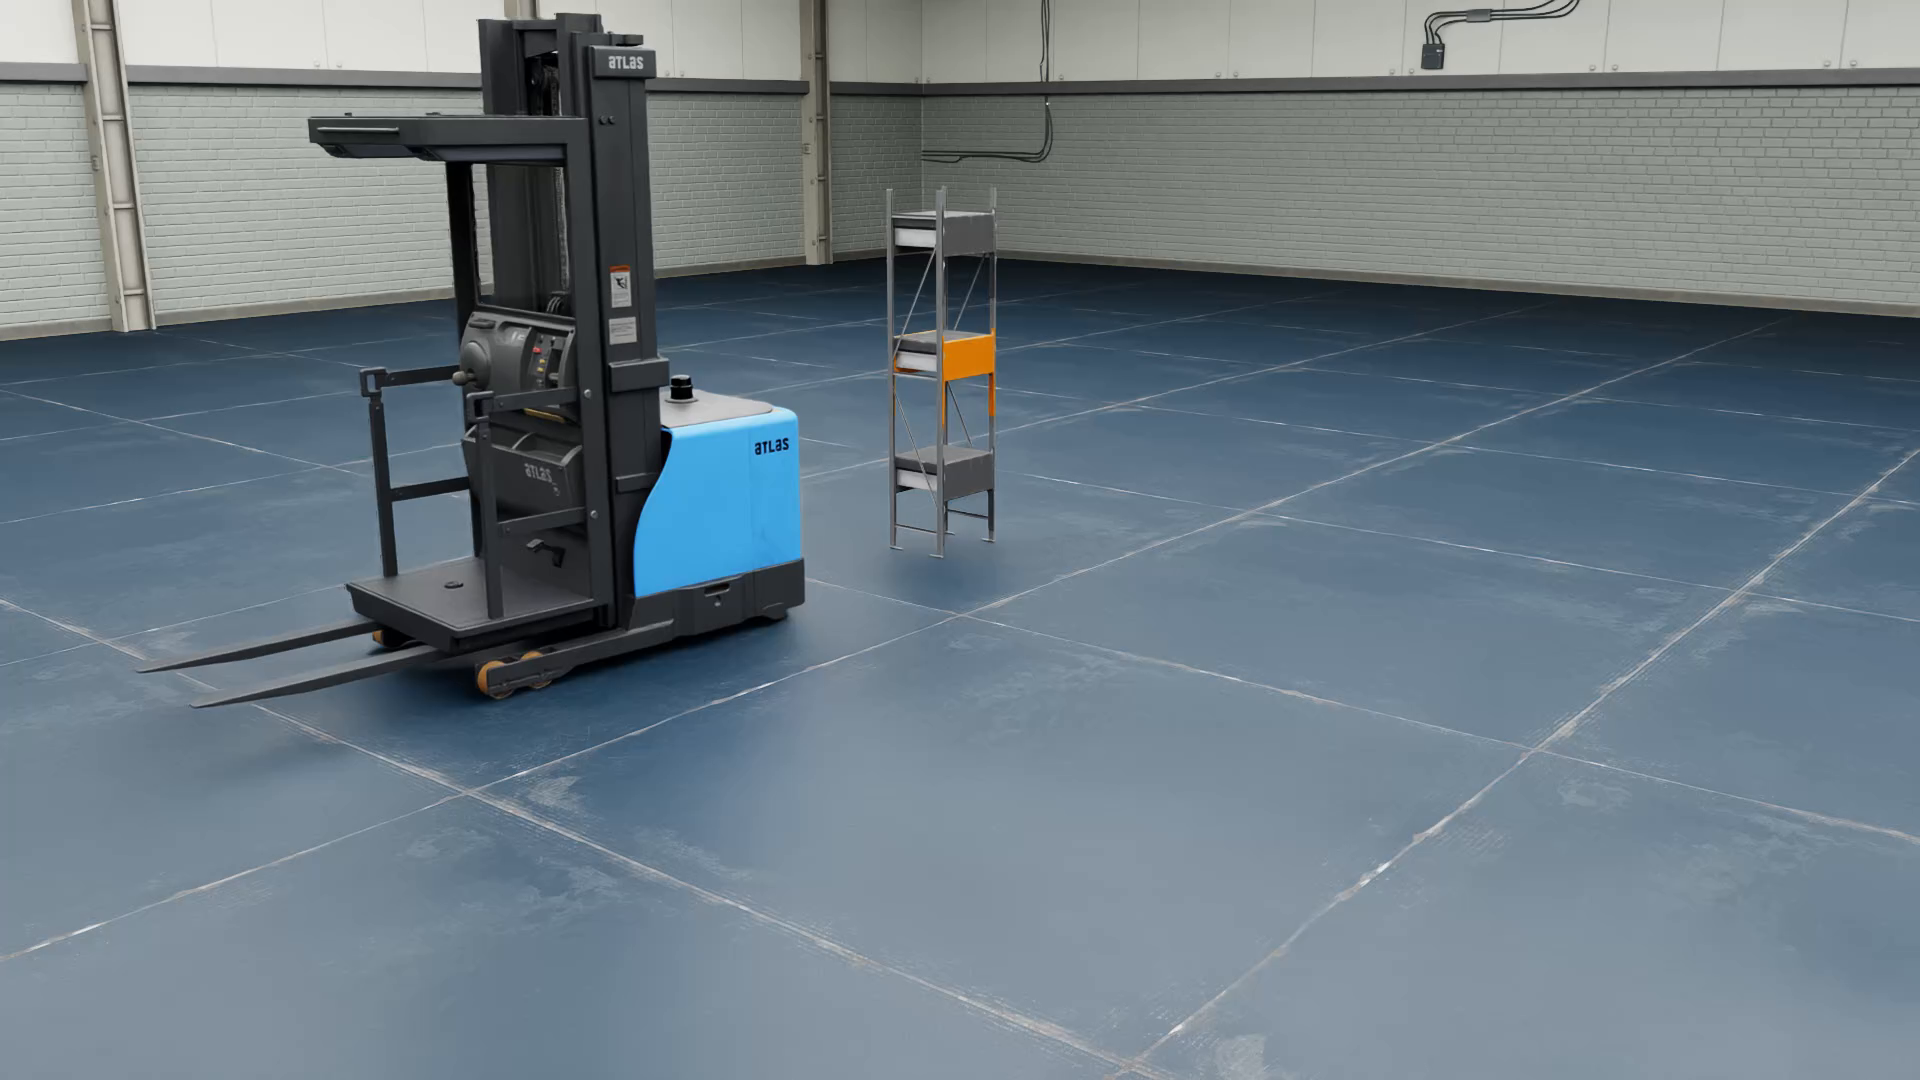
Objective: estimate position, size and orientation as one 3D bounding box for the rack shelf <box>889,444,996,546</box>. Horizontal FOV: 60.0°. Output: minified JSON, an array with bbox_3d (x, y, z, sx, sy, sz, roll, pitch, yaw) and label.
[{"bbox_3d":[-0.104,-0.294,9.915,0.431,0.518,0.480,11,18,38],"label":"rack shelf"}]

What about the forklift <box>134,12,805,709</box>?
[{"bbox_3d":[-2.200,-0.861,7.558,3.031,2.935,1.130,-14,20,-43],"label":"forklift"}]

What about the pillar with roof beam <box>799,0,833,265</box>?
[{"bbox_3d":[0.871,-8.549,25.499,9.100,9.000,0.400,11,18,38],"label":"pillar with roof beam"}]

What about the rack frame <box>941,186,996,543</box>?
[{"bbox_3d":[0.049,-1.033,9.924,0.400,2.100,0.015,11,18,38],"label":"rack frame"}]

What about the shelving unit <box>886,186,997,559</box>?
[{"bbox_3d":[-0.104,-0.986,9.740,0.431,2.100,0.503,11,18,38],"label":"shelving unit"}]

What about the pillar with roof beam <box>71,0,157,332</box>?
[{"bbox_3d":[-6.671,-6.251,16.453,9.100,9.000,0.400,11,18,38],"label":"pillar with roof beam"}]

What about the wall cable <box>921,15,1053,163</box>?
[{"bbox_3d":[0.403,-8.070,29.919,3.097,2.526,0.112,11,18,38],"label":"wall cable"}]

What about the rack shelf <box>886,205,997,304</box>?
[{"bbox_3d":[-0.104,-1.651,9.571,0.431,0.518,0.480,11,18,38],"label":"rack shelf"}]

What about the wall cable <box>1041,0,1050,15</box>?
[{"bbox_3d":[2.507,-10.099,27.649,3.097,2.526,0.112,11,18,38],"label":"wall cable"}]

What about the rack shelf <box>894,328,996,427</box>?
[{"bbox_3d":[-0.104,-0.973,9.743,0.431,0.518,0.480,11,18,38],"label":"rack shelf"}]

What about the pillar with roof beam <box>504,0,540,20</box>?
[{"bbox_3d":[-2.900,-7.400,20.976,9.100,9.000,0.400,11,18,38],"label":"pillar with roof beam"}]

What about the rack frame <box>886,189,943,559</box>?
[{"bbox_3d":[-0.257,-0.939,9.556,0.400,2.100,0.015,11,18,38],"label":"rack frame"}]

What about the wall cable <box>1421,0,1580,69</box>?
[{"bbox_3d":[7.777,-9.751,23.323,2.305,6.003,0.169,11,18,38],"label":"wall cable"}]
